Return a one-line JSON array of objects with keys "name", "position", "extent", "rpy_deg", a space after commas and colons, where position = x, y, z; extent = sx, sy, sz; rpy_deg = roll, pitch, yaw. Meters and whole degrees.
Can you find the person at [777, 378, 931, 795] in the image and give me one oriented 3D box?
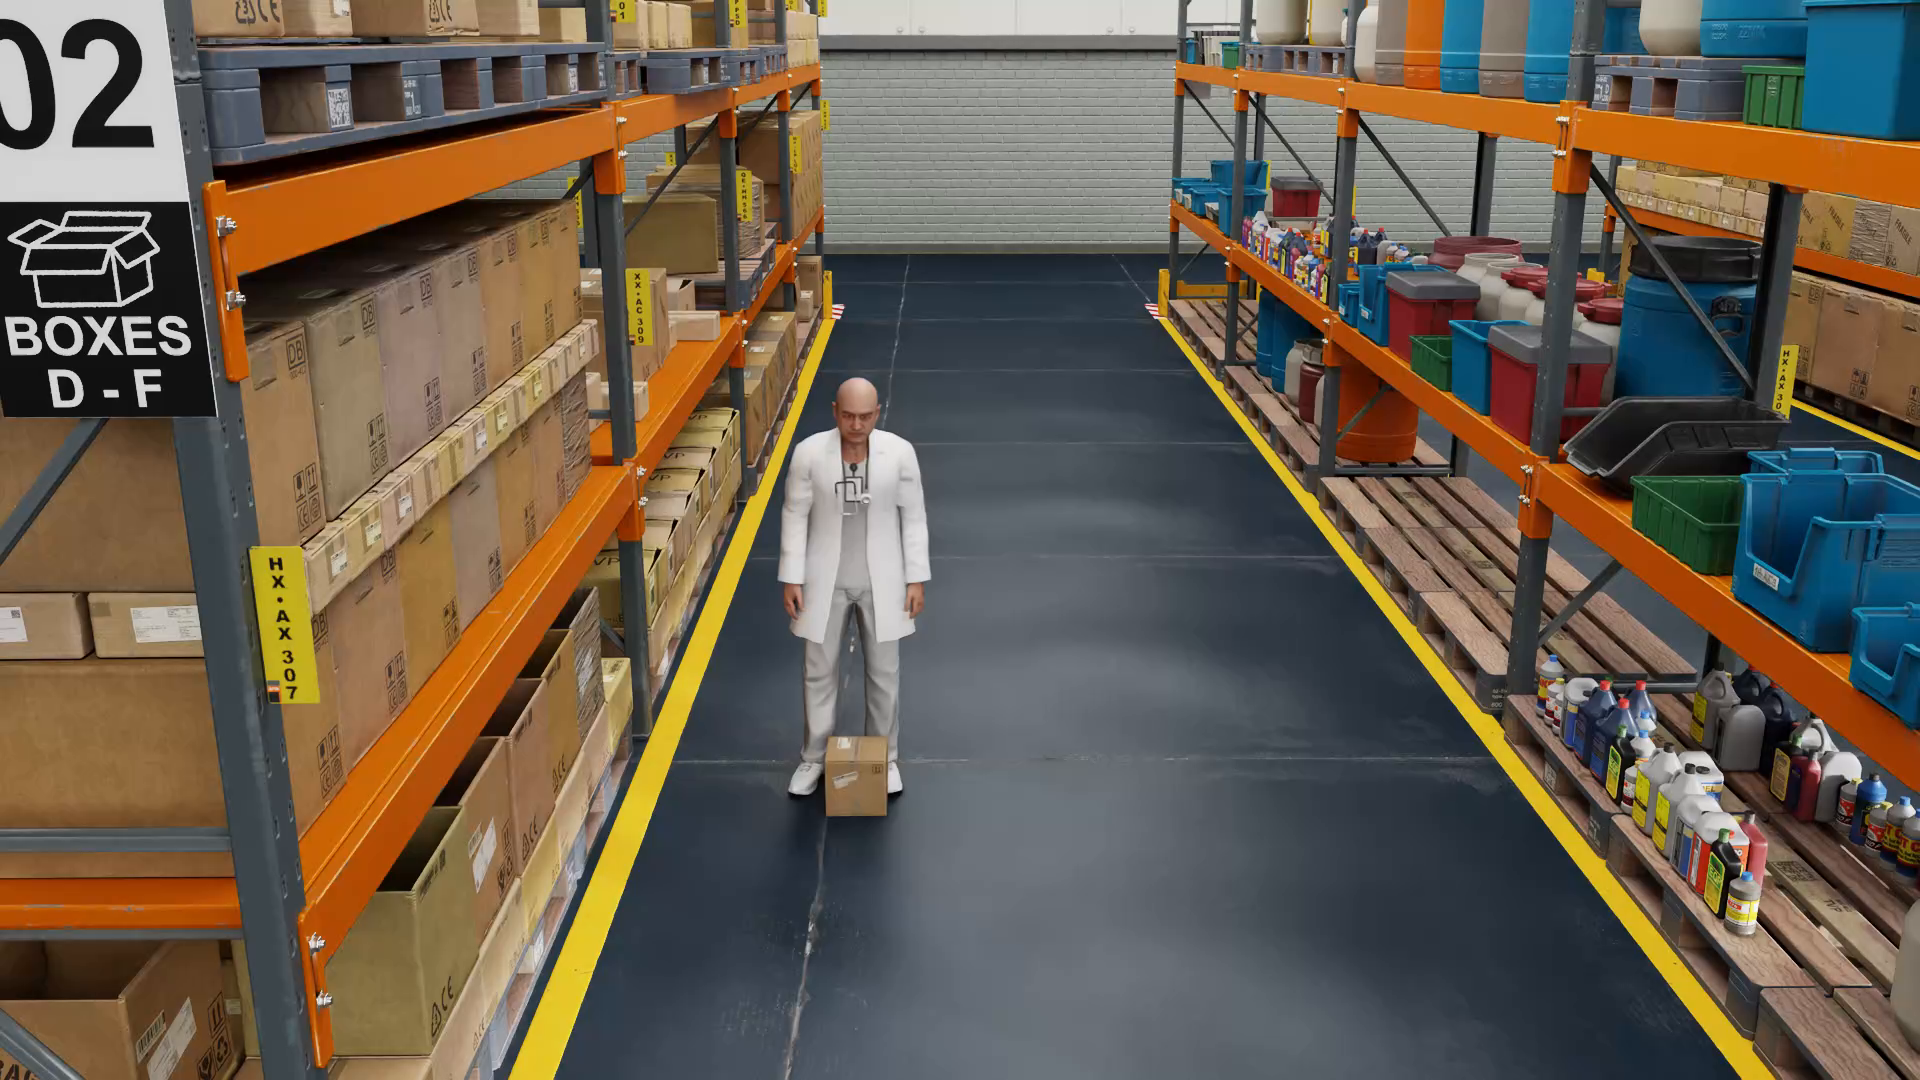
[{"name": "person", "position": [-0.441, 0.187, 6.956], "extent": [0.642, 1.772, 0.428], "rpy_deg": [-1, 17, -3]}]
